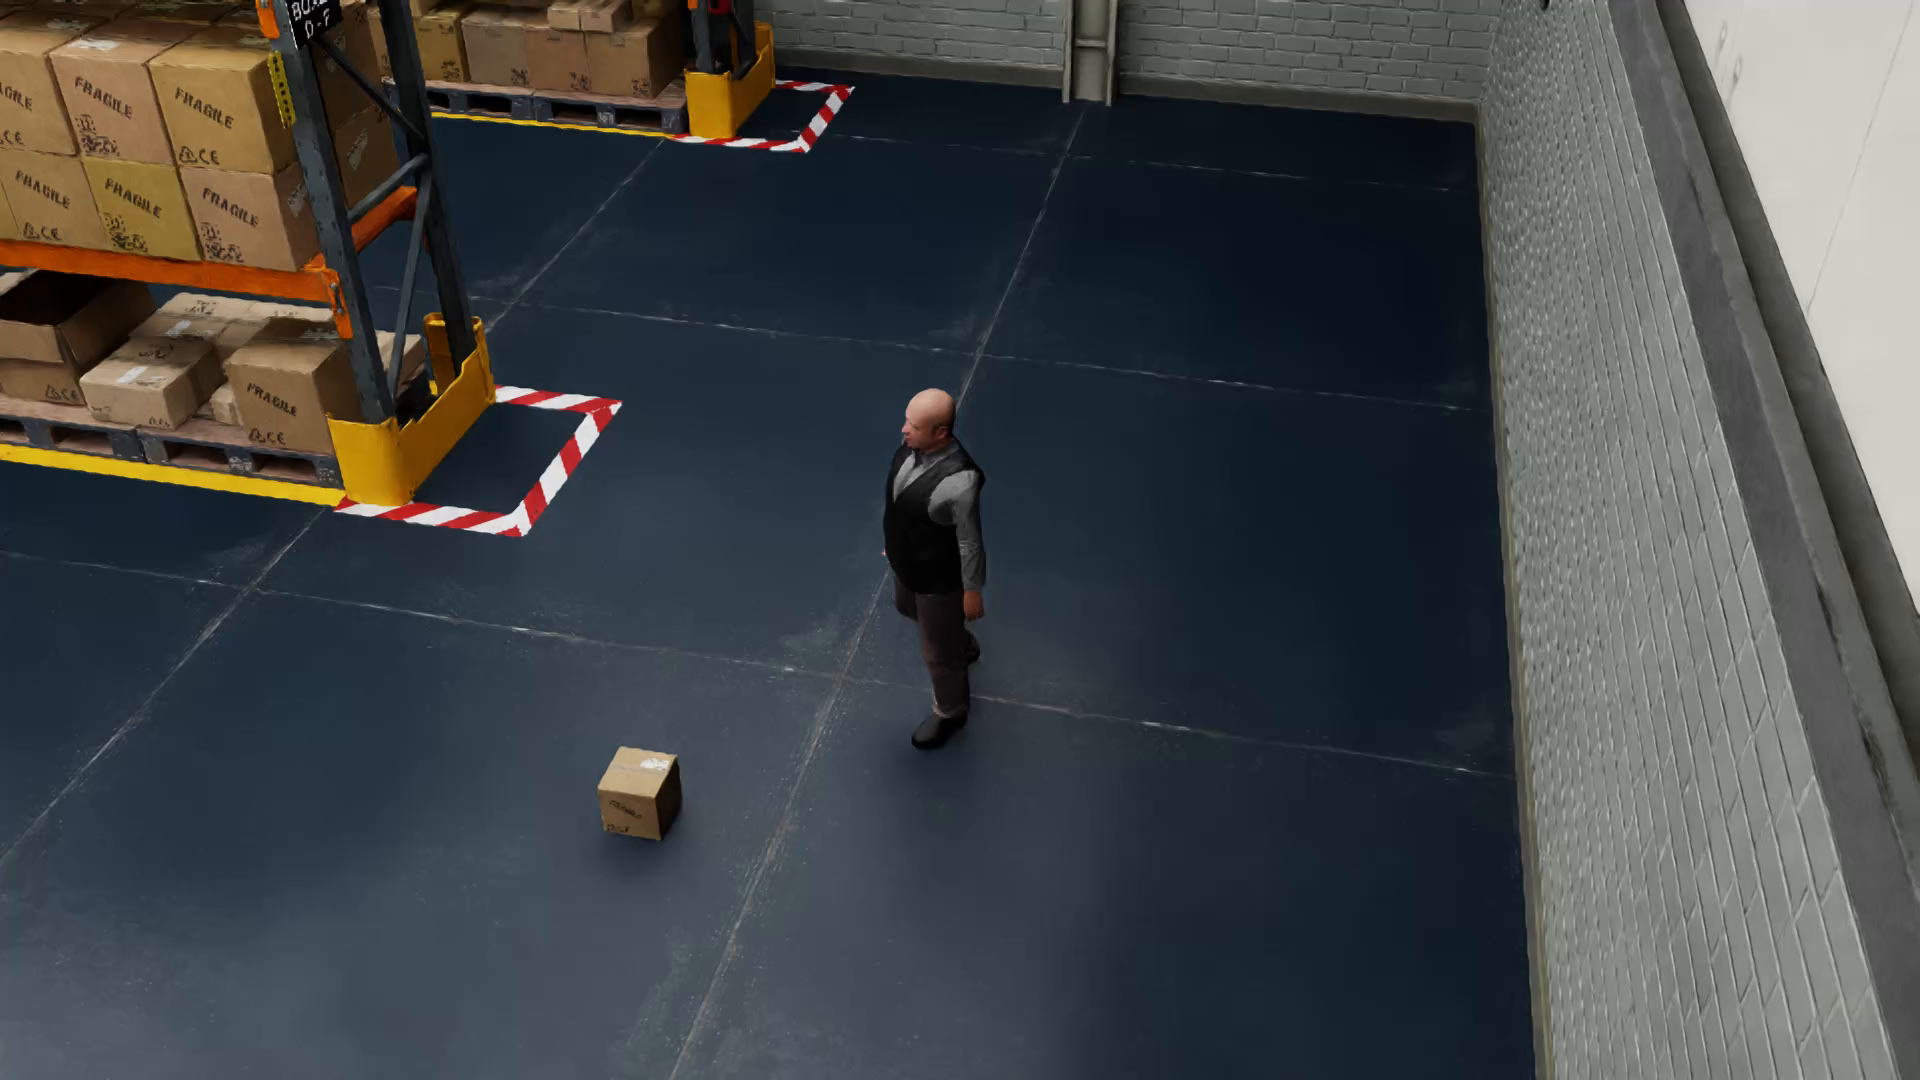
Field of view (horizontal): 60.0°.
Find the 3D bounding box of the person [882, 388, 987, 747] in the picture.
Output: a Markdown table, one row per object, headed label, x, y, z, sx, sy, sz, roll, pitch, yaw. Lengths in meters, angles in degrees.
| label | x | y | z | sx | sy | sz | roll | pitch | yaw |
| --- | --- | --- | --- | --- | --- | --- | --- | --- | --- |
| person | -0.090 | 0.043 | 6.928 | 0.512 | 1.714 | 0.728 | -14 | 39 | -18 |
